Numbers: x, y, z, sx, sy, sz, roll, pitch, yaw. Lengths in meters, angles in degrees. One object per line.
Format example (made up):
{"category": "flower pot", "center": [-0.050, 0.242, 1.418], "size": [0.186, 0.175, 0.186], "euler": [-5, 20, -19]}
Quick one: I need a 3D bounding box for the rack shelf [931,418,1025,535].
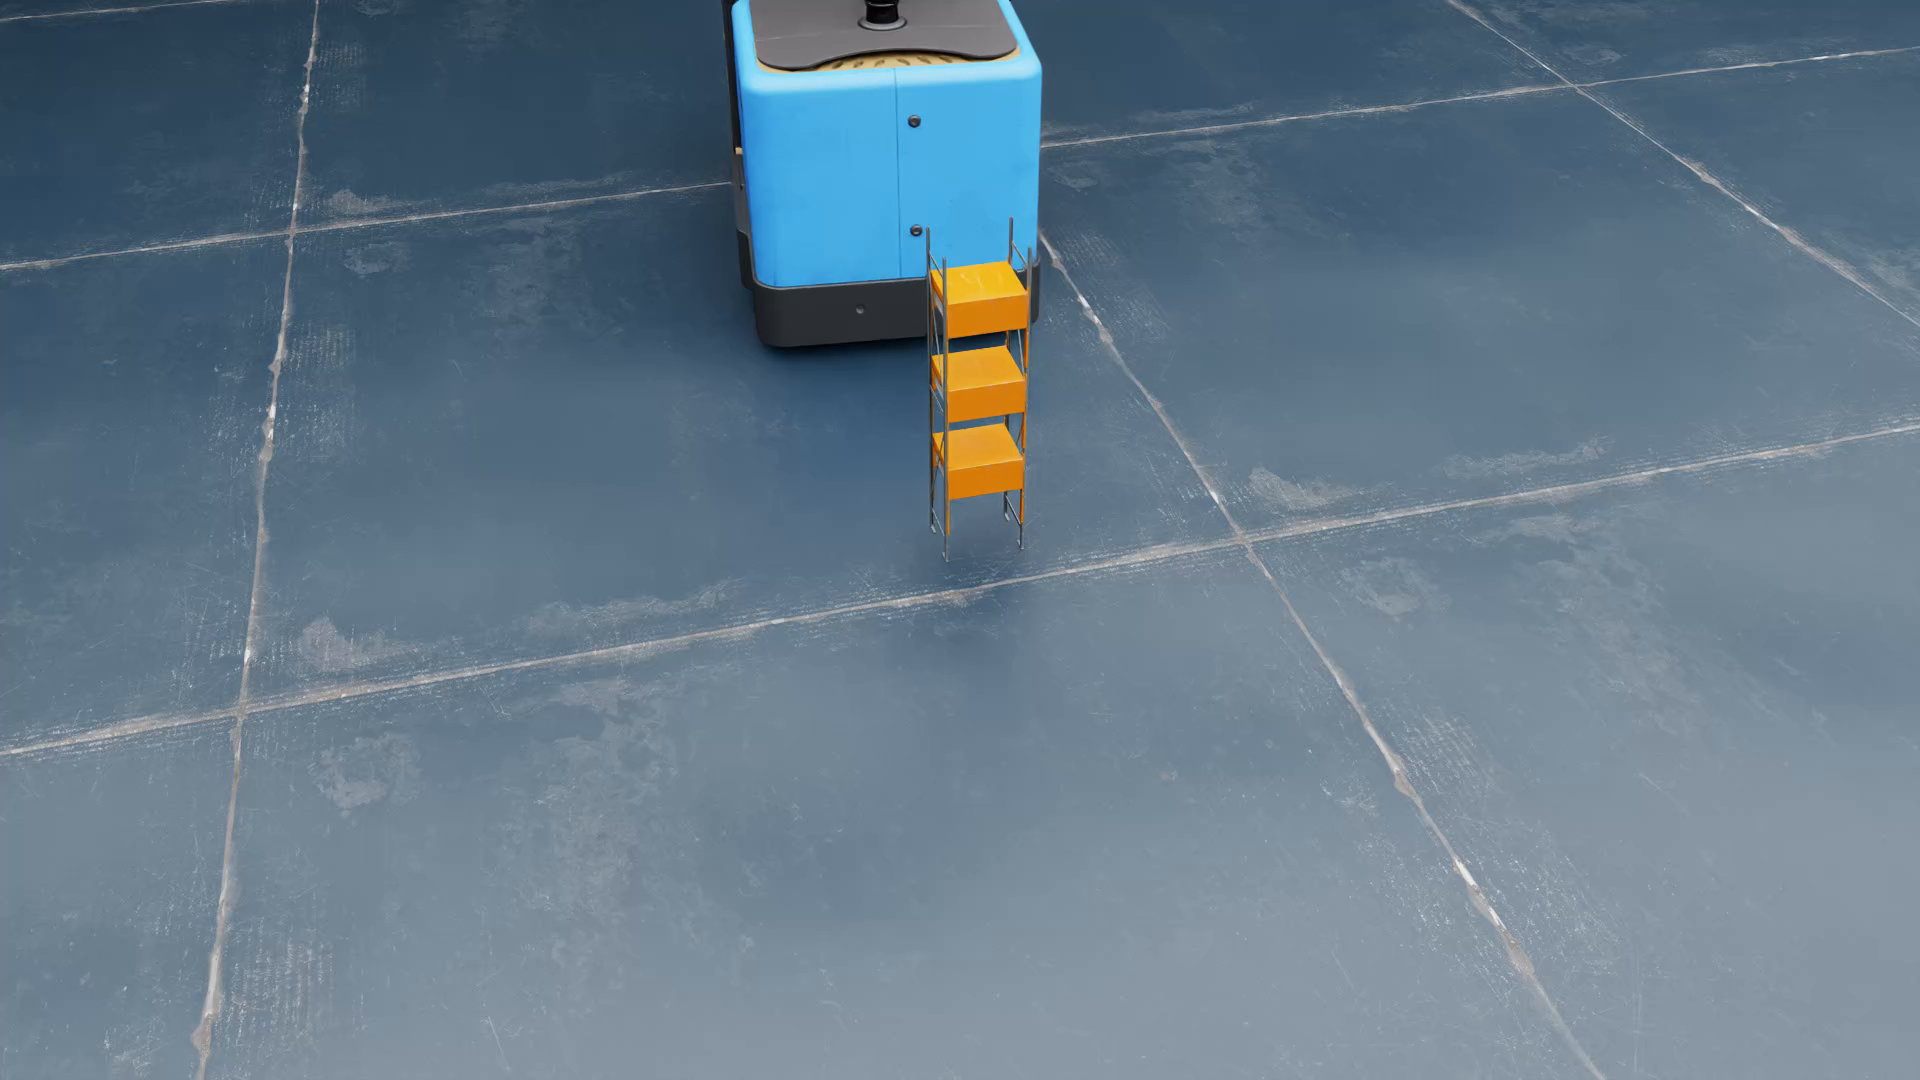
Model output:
{"category": "rack shelf", "center": [0.052, -0.196, 5.117], "size": [0.240, 0.259, 0.215], "euler": [-9, 38, -12]}

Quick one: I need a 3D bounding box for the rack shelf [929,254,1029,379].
{"category": "rack shelf", "center": [0.052, -0.642, 4.776], "size": [0.240, 0.259, 0.215], "euler": [-9, 38, -12]}

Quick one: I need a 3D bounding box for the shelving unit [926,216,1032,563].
{"category": "shelving unit", "center": [0.052, -0.425, 4.942], "size": [0.252, 1.050, 0.215], "euler": [-9, 38, -12]}

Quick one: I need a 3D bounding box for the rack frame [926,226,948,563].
{"category": "rack frame", "center": [-0.066, -0.406, 4.917], "size": [0.008, 1.050, 0.200], "euler": [-9, 38, -12]}

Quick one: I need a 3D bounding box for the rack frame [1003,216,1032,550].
{"category": "rack frame", "center": [0.169, -0.445, 4.967], "size": [0.008, 1.050, 0.200], "euler": [-9, 38, -12]}

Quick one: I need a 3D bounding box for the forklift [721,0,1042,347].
{"category": "forklift", "center": [-0.438, -2.755, 6.440], "size": [1.130, 2.935, 3.031], "euler": [-5, 38, -7]}

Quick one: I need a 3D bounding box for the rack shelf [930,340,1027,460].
{"category": "rack shelf", "center": [0.052, -0.417, 4.949], "size": [0.240, 0.259, 0.215], "euler": [-9, 38, -12]}
